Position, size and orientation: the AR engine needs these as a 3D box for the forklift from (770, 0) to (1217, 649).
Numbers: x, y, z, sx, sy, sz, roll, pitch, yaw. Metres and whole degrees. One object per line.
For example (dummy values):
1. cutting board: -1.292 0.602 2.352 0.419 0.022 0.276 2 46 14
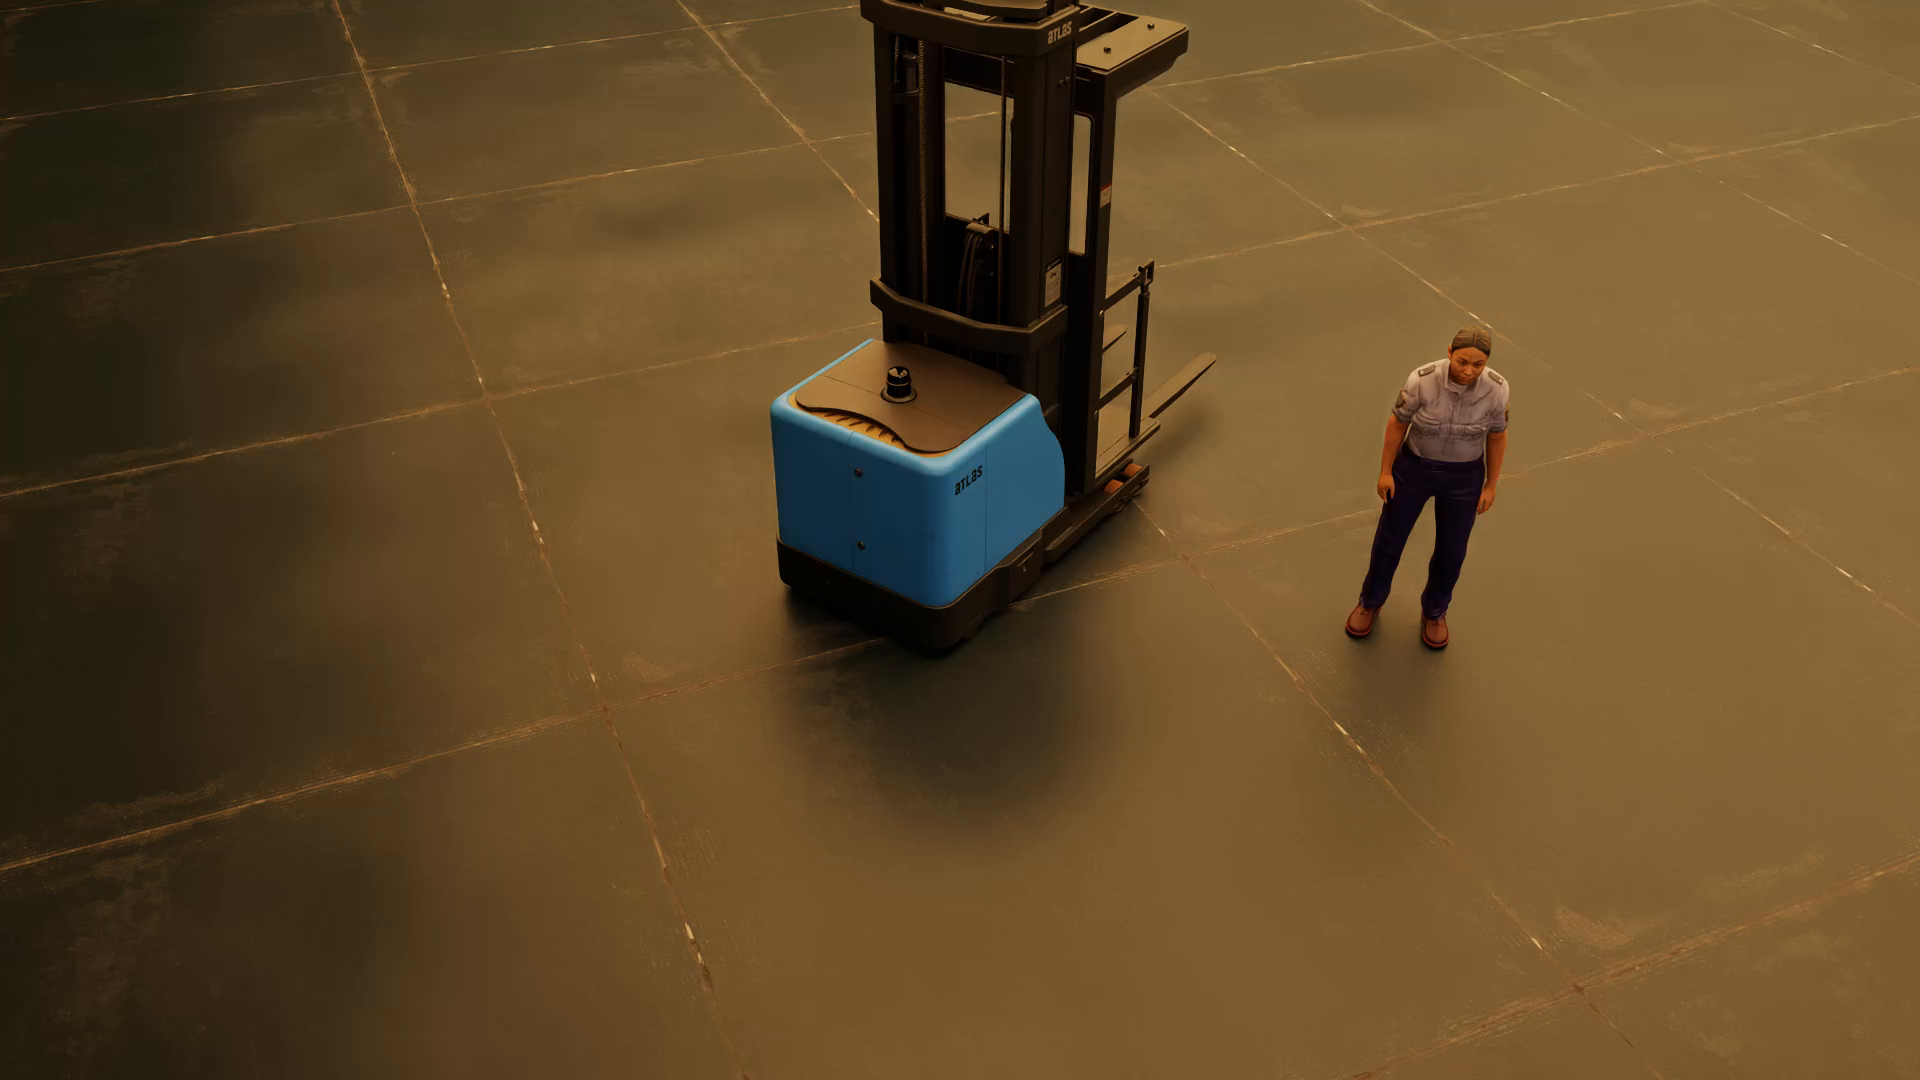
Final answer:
1. forklift: 0.364 -1.492 8.197 1.130 2.935 3.031 22 41 28

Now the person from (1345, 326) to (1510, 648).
1. person: 2.161 -0.266 7.592 0.566 1.637 0.370 8 36 11
